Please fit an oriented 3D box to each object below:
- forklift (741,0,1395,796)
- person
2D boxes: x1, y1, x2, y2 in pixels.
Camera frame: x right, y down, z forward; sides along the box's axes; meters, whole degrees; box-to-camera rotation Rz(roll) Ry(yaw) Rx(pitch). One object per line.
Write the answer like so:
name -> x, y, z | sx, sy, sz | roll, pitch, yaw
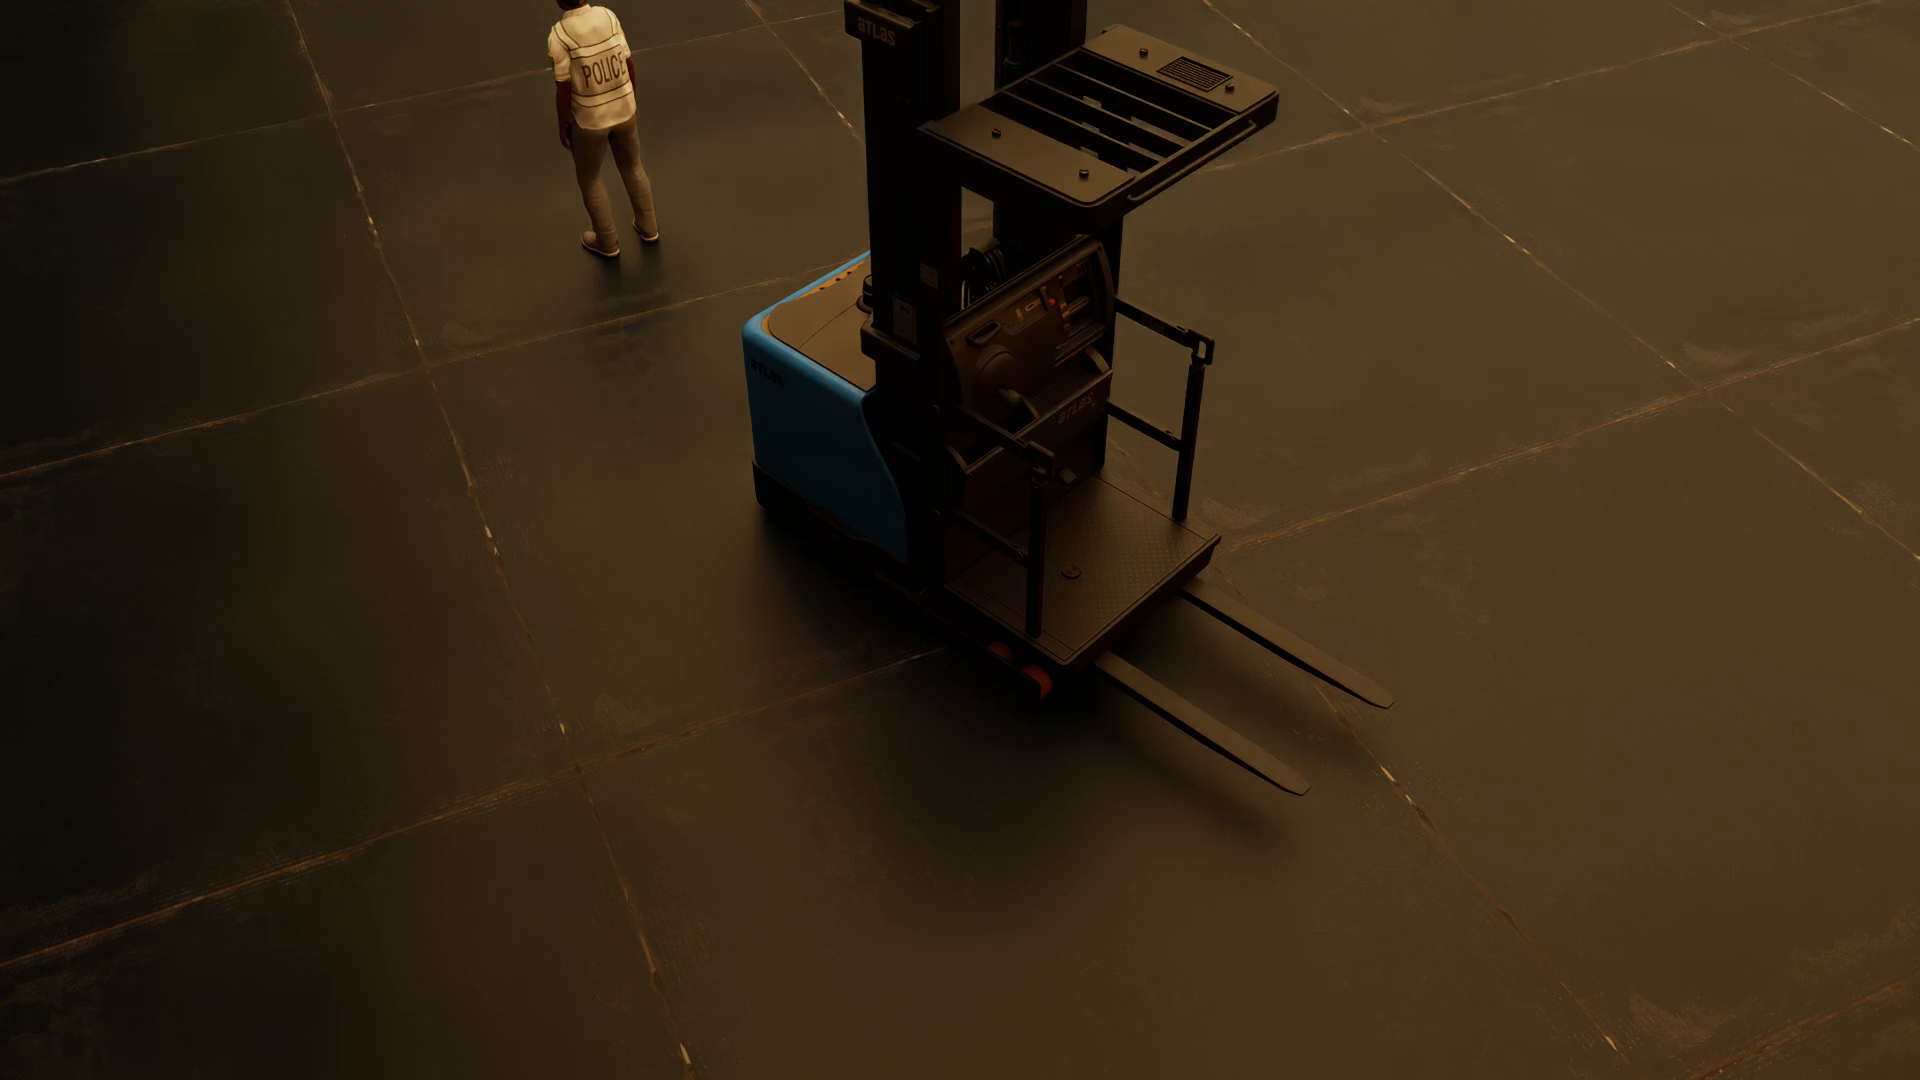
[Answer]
forklift -> 0.445, -0.788, 6.525 | 3.031, 2.935, 1.130 | 32, 52, 30
person -> -1.970, -2.331, 9.114 | 0.525, 1.656, 0.395 | -30, 50, -28
